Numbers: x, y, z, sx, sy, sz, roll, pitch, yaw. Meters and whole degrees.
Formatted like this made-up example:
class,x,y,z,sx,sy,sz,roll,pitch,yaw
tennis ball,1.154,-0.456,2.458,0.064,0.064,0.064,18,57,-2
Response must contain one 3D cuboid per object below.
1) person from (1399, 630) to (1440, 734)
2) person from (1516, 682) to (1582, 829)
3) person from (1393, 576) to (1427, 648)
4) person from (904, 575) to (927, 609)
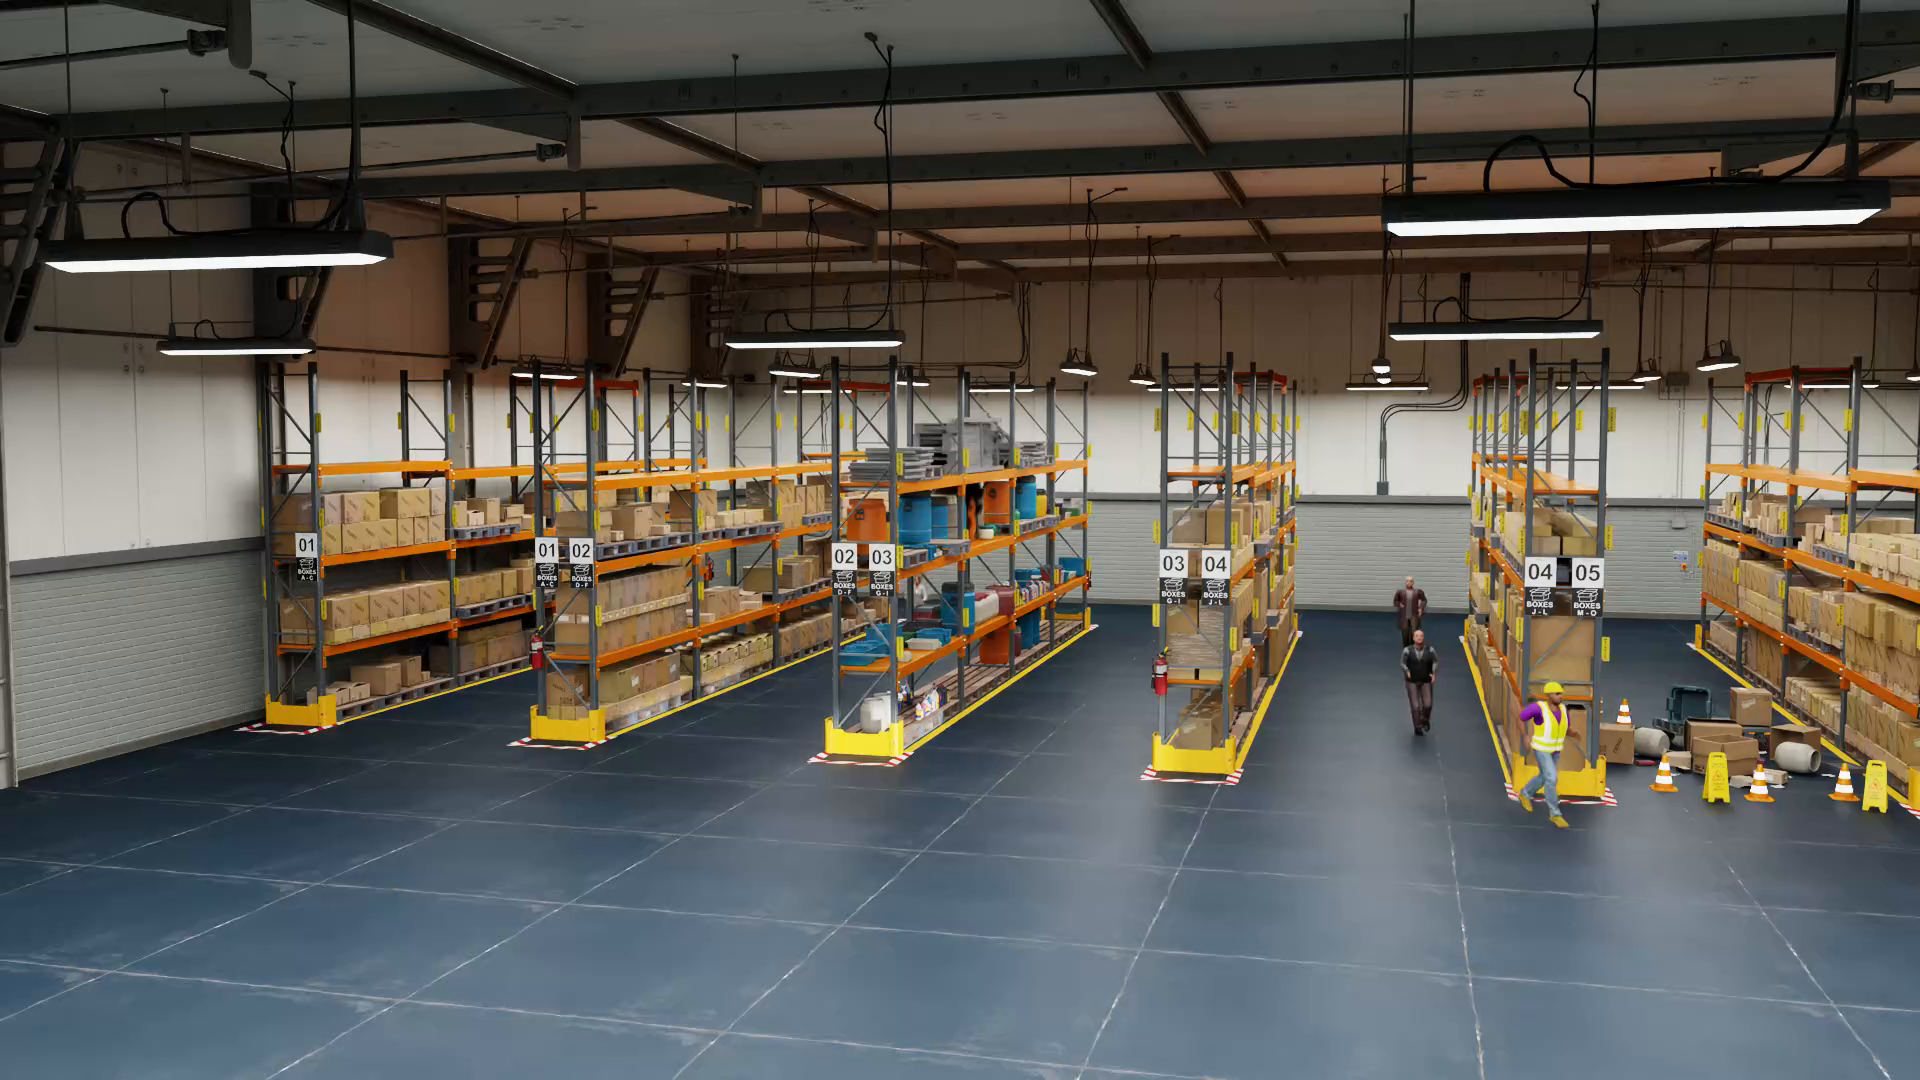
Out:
class,x,y,z,sx,sy,sz,roll,pitch,yaw
person,7.349,2.285,26.586,0.635,1.676,0.563,1,4,15
person,7.367,2.645,20.911,0.655,1.769,0.972,-2,4,-27
person,9.489,1.657,35.114,0.692,1.771,0.686,1,4,17
person,-1.002,1.569,37.773,0.529,1.558,0.534,0,4,-2
